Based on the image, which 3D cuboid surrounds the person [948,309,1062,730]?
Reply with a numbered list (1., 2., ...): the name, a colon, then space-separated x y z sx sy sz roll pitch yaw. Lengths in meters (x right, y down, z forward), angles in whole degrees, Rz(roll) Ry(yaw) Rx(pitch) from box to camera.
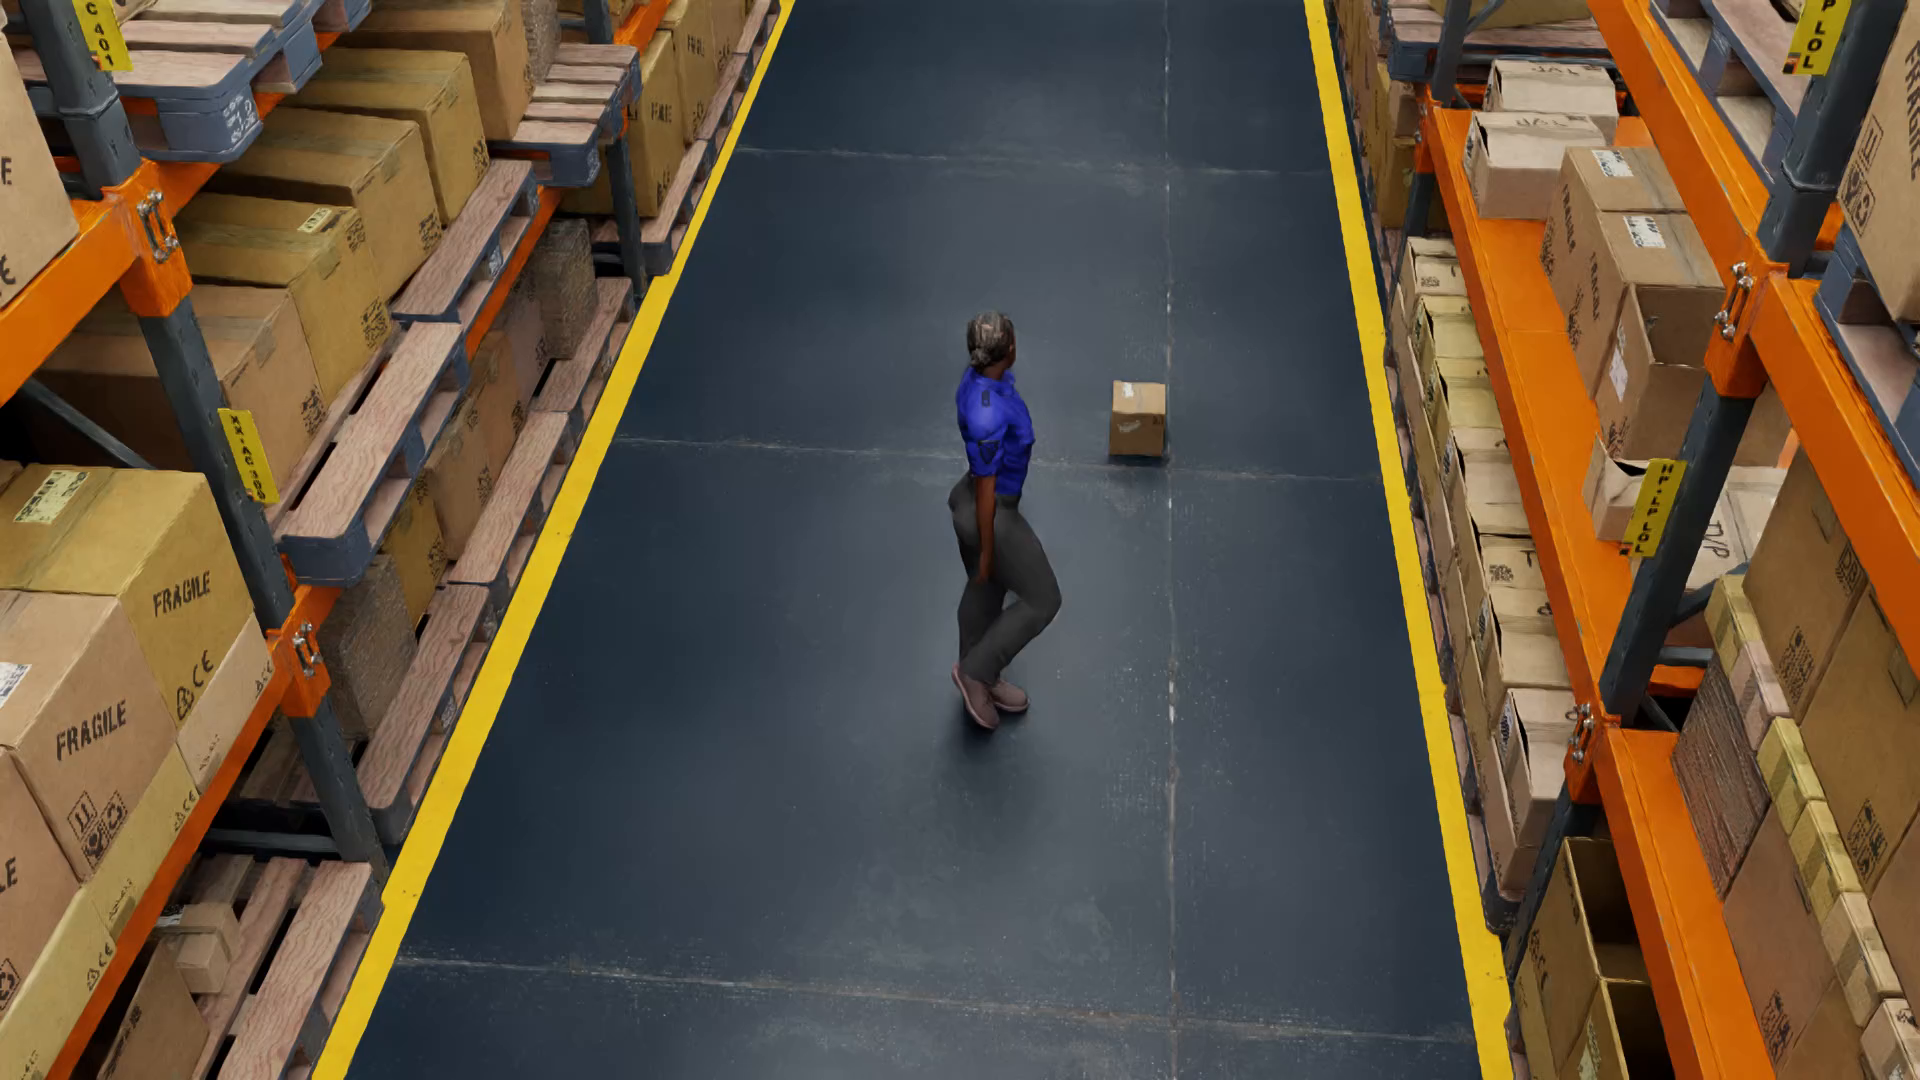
1. person: 0.171 -0.048 6.214 0.427 1.640 0.663 -1 40 -1
